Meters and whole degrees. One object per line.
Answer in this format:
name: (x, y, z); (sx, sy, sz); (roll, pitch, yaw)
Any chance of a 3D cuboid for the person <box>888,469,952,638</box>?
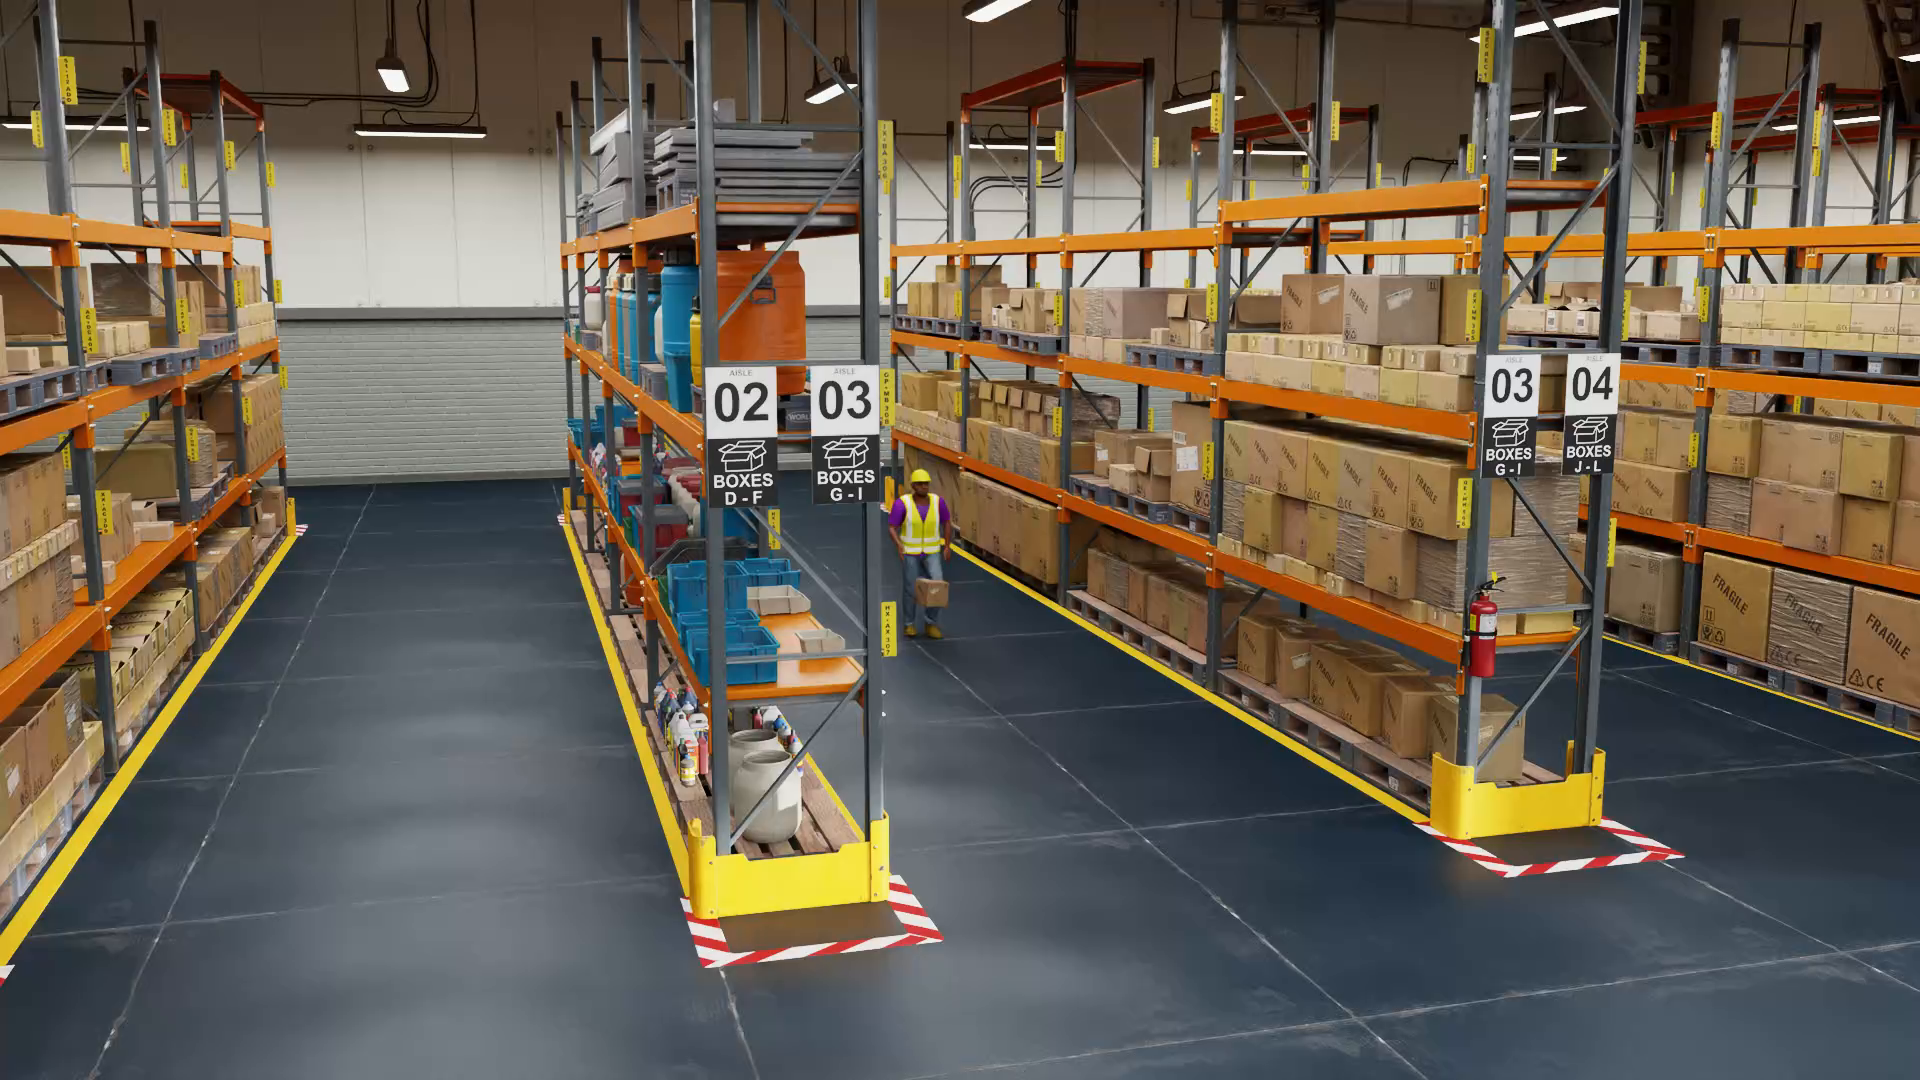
person: (-0.397, 0.136, 17.024); (0.680, 1.745, 0.590); (-2, 9, -13)
